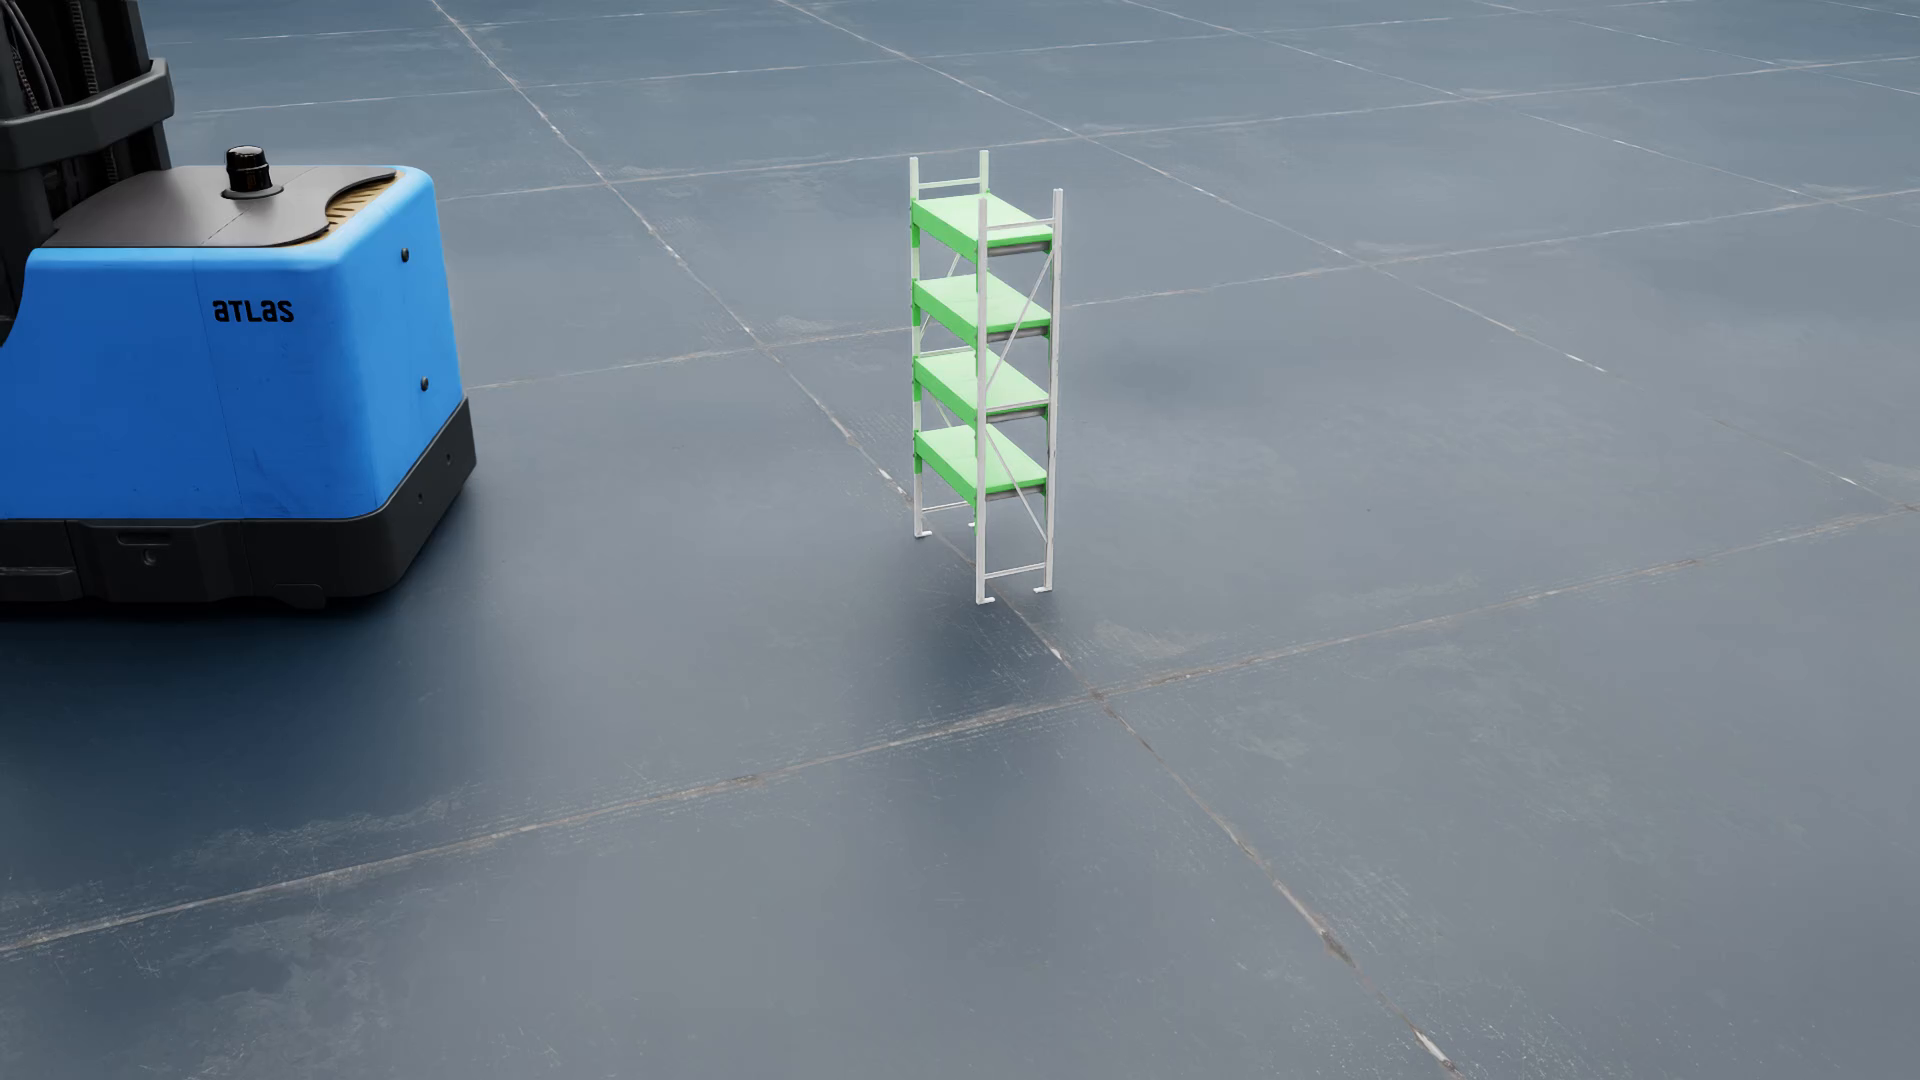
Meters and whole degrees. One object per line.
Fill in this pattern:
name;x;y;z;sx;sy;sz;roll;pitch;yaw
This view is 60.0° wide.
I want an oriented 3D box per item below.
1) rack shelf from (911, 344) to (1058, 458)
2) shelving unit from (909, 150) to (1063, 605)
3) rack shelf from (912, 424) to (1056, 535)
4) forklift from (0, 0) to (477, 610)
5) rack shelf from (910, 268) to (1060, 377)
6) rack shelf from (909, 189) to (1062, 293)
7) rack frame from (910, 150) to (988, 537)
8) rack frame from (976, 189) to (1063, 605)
rack shelf;0.065;-0.415;4.878;0.258;0.148;0.480;-11;28;-21
shelving unit;0.065;-0.472;4.850;0.258;1.200;0.503;-11;28;-21
rack shelf;0.065;-0.199;4.983;0.258;0.148;0.480;-11;28;-21
forklift;-3.147;-1.322;4.618;3.031;2.935;1.130;0;26;0
rack shelf;0.065;-0.631;4.773;0.258;0.148;0.480;-11;28;-21
rack shelf;0.065;-0.846;4.667;0.258;0.148;0.480;-11;28;-21
rack frame;-0.031;-0.571;5.052;0.240;1.200;0.015;-11;28;-21
rack frame;0.160;-0.374;4.648;0.240;1.200;0.015;-11;28;-21
